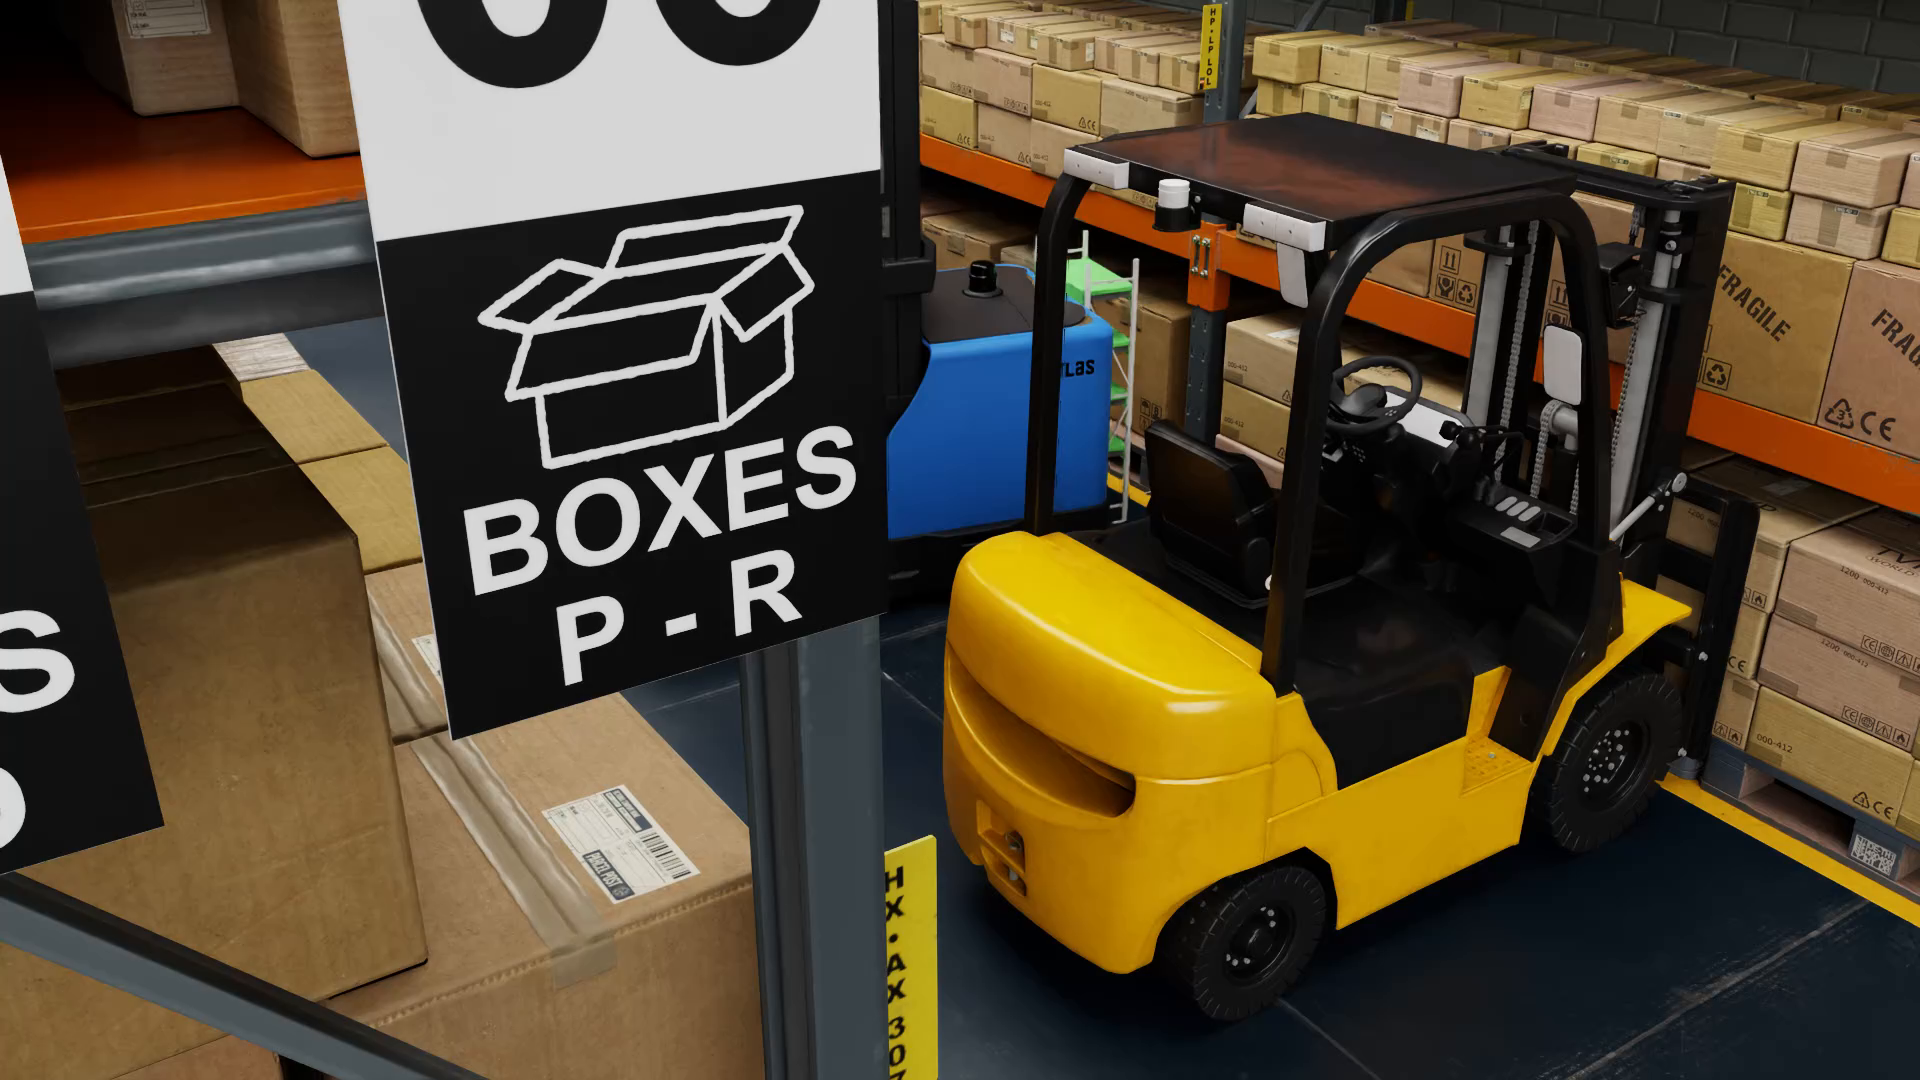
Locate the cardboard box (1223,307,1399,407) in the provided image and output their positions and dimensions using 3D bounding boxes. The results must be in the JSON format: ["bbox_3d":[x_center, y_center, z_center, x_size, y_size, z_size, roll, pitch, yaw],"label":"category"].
[{"bbox_3d":[1.452,-0.763,6.910,0.500,0.250,0.500,-16,30,-30],"label":"cardboard box"}]

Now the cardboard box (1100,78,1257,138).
[{"bbox_3d":[0.969,-1.885,7.319,0.500,0.250,0.500,-16,30,-31],"label":"cardboard box"}]

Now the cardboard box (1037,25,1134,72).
[{"bbox_3d":[0.578,-2.270,7.669,0.380,0.149,0.250,-17,30,-31],"label":"cardboard box"}]

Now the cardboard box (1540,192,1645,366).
[{"bbox_3d":[2.307,-0.888,5.500,0.500,0.500,0.500,-15,29,-29],"label":"cardboard box"}]

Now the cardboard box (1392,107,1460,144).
[{"bbox_3d":[1.786,-1.489,6.014,0.380,0.149,0.250,-15,29,-28],"label":"cardboard box"}]

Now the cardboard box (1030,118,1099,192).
[{"bbox_3d":[0.678,-1.840,7.810,0.500,0.250,0.500,-16,29,-30],"label":"cardboard box"}]

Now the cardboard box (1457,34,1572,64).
[{"bbox_3d":[2.137,-1.849,6.427,0.380,0.149,0.250,-16,30,-30],"label":"cardboard box"}]

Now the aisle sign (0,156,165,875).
[{"bbox_3d":[-0.731,-0.107,0.918,0.394,0.787,0.004,-16,29,-30],"label":"aisle sign"}]

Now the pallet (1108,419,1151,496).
[{"bbox_3d":[1.016,-0.604,8.282,1.003,0.211,1.213,-16,29,-30],"label":"pallet"}]

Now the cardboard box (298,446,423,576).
[{"bbox_3d":[-1.113,0.198,2.851,0.500,0.500,0.500,-16,30,-31],"label":"cardboard box"}]

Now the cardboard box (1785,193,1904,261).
[{"bbox_3d":[2.645,-0.944,4.859,0.380,0.149,0.250,-17,30,-31],"label":"cardboard box"}]

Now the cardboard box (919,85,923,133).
[{"bbox_3d":[-0.137,-2.394,8.983,0.500,0.250,0.500,-17,30,-31],"label":"cardboard box"}]

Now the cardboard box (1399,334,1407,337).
[{"bbox_3d":[1.882,-0.878,7.154,0.500,0.250,0.500,-15,29,-29],"label":"cardboard box"}]

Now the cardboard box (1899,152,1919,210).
[{"bbox_3d":[2.863,-1.006,4.642,0.380,0.149,0.250,-15,29,-29],"label":"cardboard box"}]

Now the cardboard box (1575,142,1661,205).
[{"bbox_3d":[2.232,-1.216,5.435,0.380,0.149,0.250,-16,30,-31],"label":"cardboard box"}]

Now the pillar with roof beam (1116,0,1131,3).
[{"bbox_3d":[-2.873,-4.494,6.229,9.100,9.000,0.400,-16,29,-30],"label":"pillar with roof beam"}]

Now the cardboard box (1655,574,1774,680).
[{"bbox_3d":[2.543,0.185,5.488,0.500,0.250,0.500,-16,30,-31],"label":"cardboard box"}]

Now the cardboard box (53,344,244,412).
[{"bbox_3d":[-1.254,0.032,2.032,0.700,0.500,0.500,-15,29,-29],"label":"cardboard box"}]

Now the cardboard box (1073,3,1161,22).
[{"bbox_3d":[0.787,-2.593,8.352,0.380,0.149,0.250,-16,30,-30],"label":"cardboard box"}]

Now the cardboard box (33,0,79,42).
[{"bbox_3d":[-0.921,-0.717,2.036,0.380,0.149,0.250,-16,29,-30],"label":"cardboard box"}]

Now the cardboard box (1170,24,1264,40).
[{"bbox_3d":[1.201,-2.322,7.779,0.380,0.149,0.250,-16,29,-30],"label":"cardboard box"}]

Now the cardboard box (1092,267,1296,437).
[{"bbox_3d":[1.157,-0.910,7.954,0.875,0.625,0.625,-14,29,-27],"label":"cardboard box"}]

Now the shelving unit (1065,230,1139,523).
[{"bbox_3d":[0.541,-0.706,7.339,0.258,1.200,0.503,-10,27,-19],"label":"shelving unit"}]

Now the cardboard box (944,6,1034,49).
[{"bbox_3d":[0.147,-2.546,8.253,0.380,0.149,0.250,-16,30,-31],"label":"cardboard box"}]

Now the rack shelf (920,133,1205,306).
[{"bbox_3d":[0.359,-2.000,8.816,1.077,0.370,4.000,-16,29,-30],"label":"rack shelf"}]

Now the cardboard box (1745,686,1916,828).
[{"bbox_3d":[2.850,0.599,5.196,0.500,0.250,0.500,-16,29,-30],"label":"cardboard box"}]

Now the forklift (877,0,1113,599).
[{"bbox_3d":[-0.949,-1.170,6.295,3.031,2.935,1.130,-9,27,-19],"label":"forklift"}]

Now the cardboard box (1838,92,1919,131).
[{"bbox_3d":[3.012,-1.312,5.291,0.380,0.149,0.250,-16,30,-31],"label":"cardboard box"}]

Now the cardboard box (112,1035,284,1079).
[{"bbox_3d":[-1.049,0.669,1.854,0.500,0.500,0.500,-16,30,-30],"label":"cardboard box"}]

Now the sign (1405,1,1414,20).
[{"bbox_3d":[1.915,-2.167,7.221,0.100,0.325,0.005,-16,29,-30],"label":"sign"}]

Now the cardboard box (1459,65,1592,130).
[{"bbox_3d":[1.961,-1.536,5.765,0.380,0.149,0.250,-16,30,-30],"label":"cardboard box"}]

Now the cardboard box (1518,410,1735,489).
[{"bbox_3d":[2.284,-0.213,5.745,0.500,0.250,0.500,-16,30,-31],"label":"cardboard box"}]

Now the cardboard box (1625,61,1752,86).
[{"bbox_3d":[2.551,-1.574,5.845,0.380,0.149,0.250,-16,30,-30],"label":"cardboard box"}]

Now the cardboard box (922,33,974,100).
[{"bbox_3d":[0.148,-2.436,8.487,0.500,0.250,0.500,-15,29,-29],"label":"cardboard box"}]

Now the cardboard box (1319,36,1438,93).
[{"bbox_3d":[1.610,-1.832,6.391,0.380,0.149,0.250,-15,29,-29],"label":"cardboard box"}]

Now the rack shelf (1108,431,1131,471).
[{"bbox_3d":[0.541,-0.431,7.469,0.258,0.148,0.480,-10,27,-19],"label":"rack shelf"}]

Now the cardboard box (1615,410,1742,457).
[{"bbox_3d":[2.717,-0.338,6.011,0.500,0.250,0.500,-16,30,-31],"label":"cardboard box"}]

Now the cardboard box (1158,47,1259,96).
[{"bbox_3d":[1.079,-2.019,7.137,0.380,0.149,0.250,-14,29,-28],"label":"cardboard box"}]

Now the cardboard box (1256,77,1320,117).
[{"bbox_3d":[1.405,-1.774,6.616,0.380,0.149,0.250,-16,30,-30],"label":"cardboard box"}]

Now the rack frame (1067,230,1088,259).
[{"bbox_3d":[0.452,-0.803,7.545,0.240,1.200,0.015,-10,27,-19],"label":"rack frame"}]

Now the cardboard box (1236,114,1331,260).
[{"bbox_3d":[1.475,-1.436,6.661,0.500,0.500,0.500,-16,30,-31],"label":"cardboard box"}]

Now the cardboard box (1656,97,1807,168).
[{"bbox_3d":[2.420,-1.279,5.220,0.380,0.149,0.250,-15,29,-29],"label":"cardboard box"}]

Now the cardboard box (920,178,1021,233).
[{"bbox_3d":[-0.040,-1.699,9.625,0.875,0.625,0.625,-14,29,-28],"label":"cardboard box"}]
